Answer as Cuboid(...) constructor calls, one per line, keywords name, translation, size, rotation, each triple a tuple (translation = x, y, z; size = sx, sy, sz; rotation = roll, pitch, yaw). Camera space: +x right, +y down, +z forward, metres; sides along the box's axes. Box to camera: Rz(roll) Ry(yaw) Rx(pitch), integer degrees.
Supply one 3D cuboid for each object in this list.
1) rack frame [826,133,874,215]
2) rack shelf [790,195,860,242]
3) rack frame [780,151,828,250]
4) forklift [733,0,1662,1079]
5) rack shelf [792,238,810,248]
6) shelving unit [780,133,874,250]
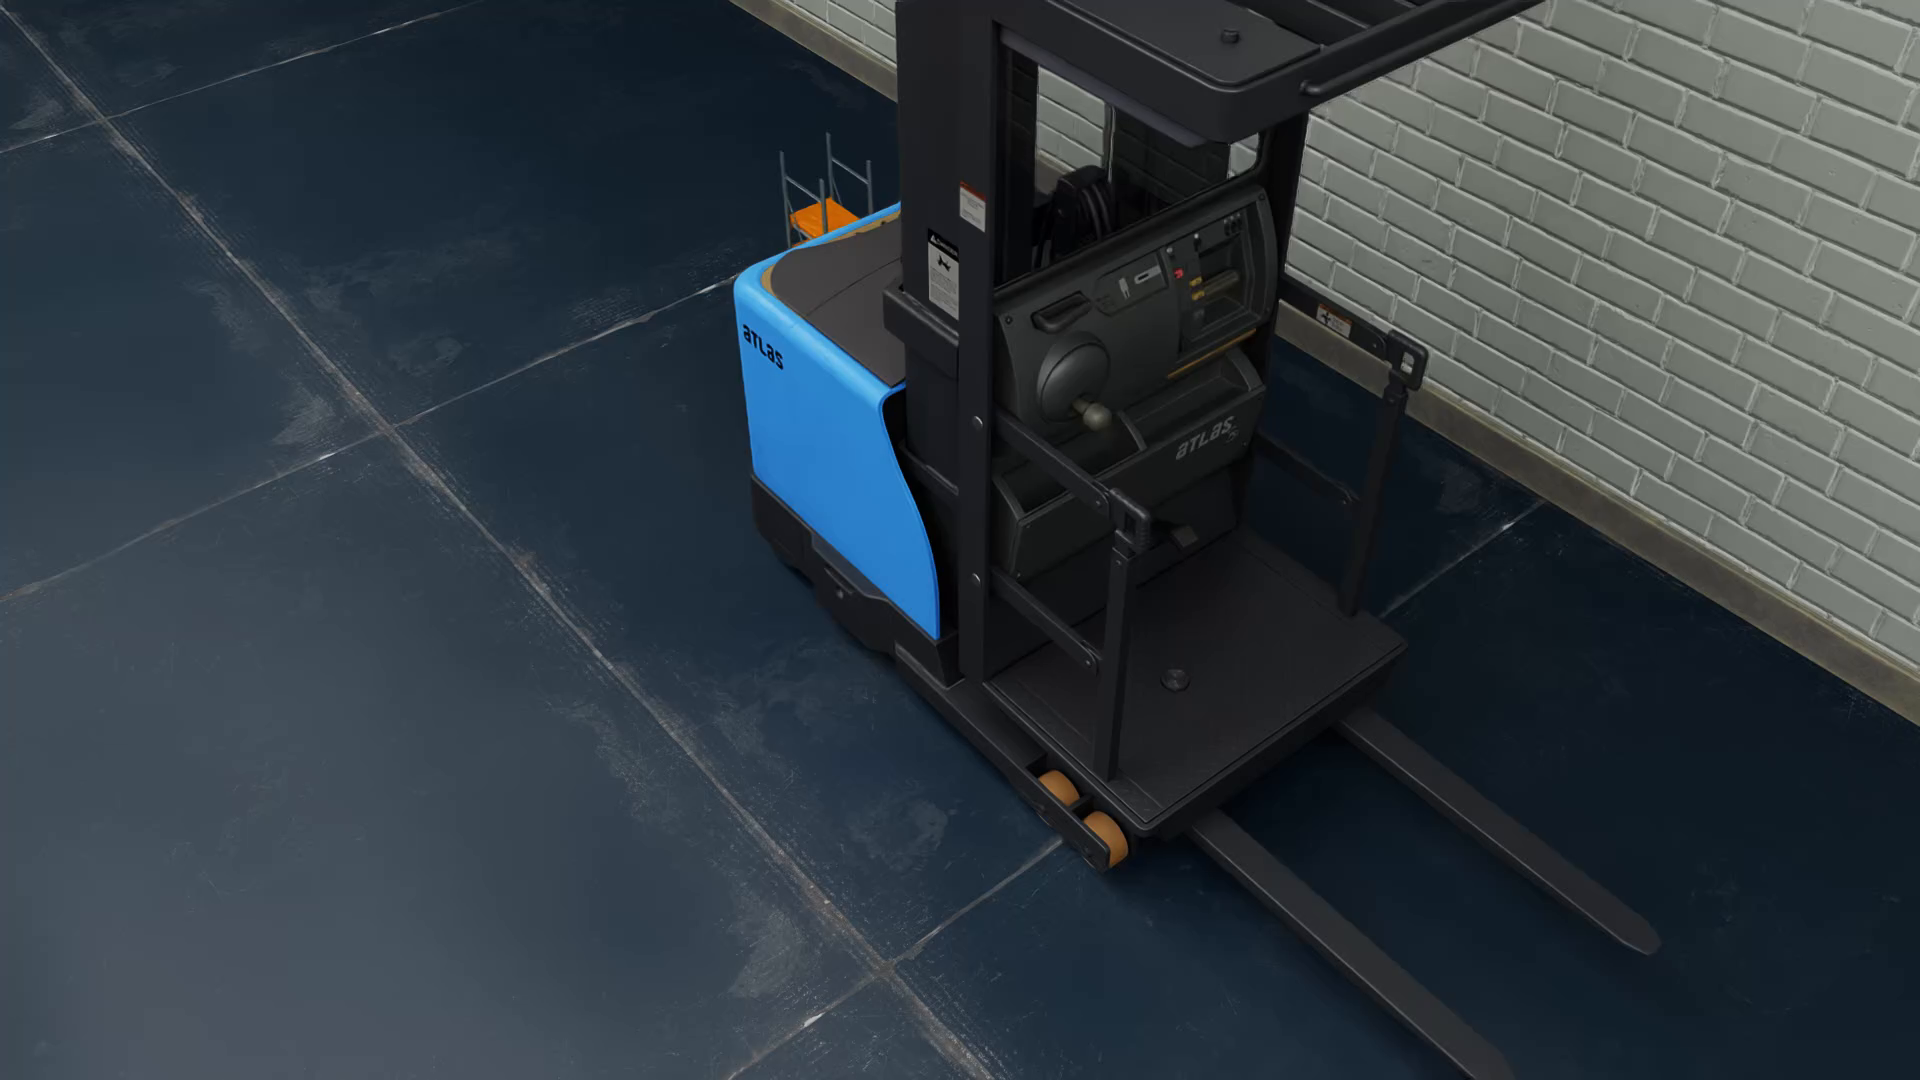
Cuboid(name="rack frame", translation=(-0.355, -0.821, 5.746), size=(0.006, 1.200, 0.240), rotation=(-29, 50, -27))
Cuboid(name="rack shelf", translation=(-0.428, -1.013, 5.490), size=(0.180, 0.103, 0.258), rotation=(-29, 50, -27))
Cuboid(name="rack frame", translation=(-0.497, -0.742, 5.662), size=(0.006, 1.200, 0.240), rotation=(-29, 50, -27))
Cuboid(name="forklift", translation=(0.611, -0.520, 4.163), size=(1.130, 2.935, 3.031), rotation=(-29, 50, -27))
Cuboid(name="rack shelf", translation=(-0.427, -0.925, 5.571), size=(0.180, 0.103, 0.258), rotation=(-29, 50, -27))
Cuboid(name="shelving unit", translation=(-0.426, -0.782, 5.704), size=(0.189, 1.200, 0.258), rotation=(-29, 50, -27))
